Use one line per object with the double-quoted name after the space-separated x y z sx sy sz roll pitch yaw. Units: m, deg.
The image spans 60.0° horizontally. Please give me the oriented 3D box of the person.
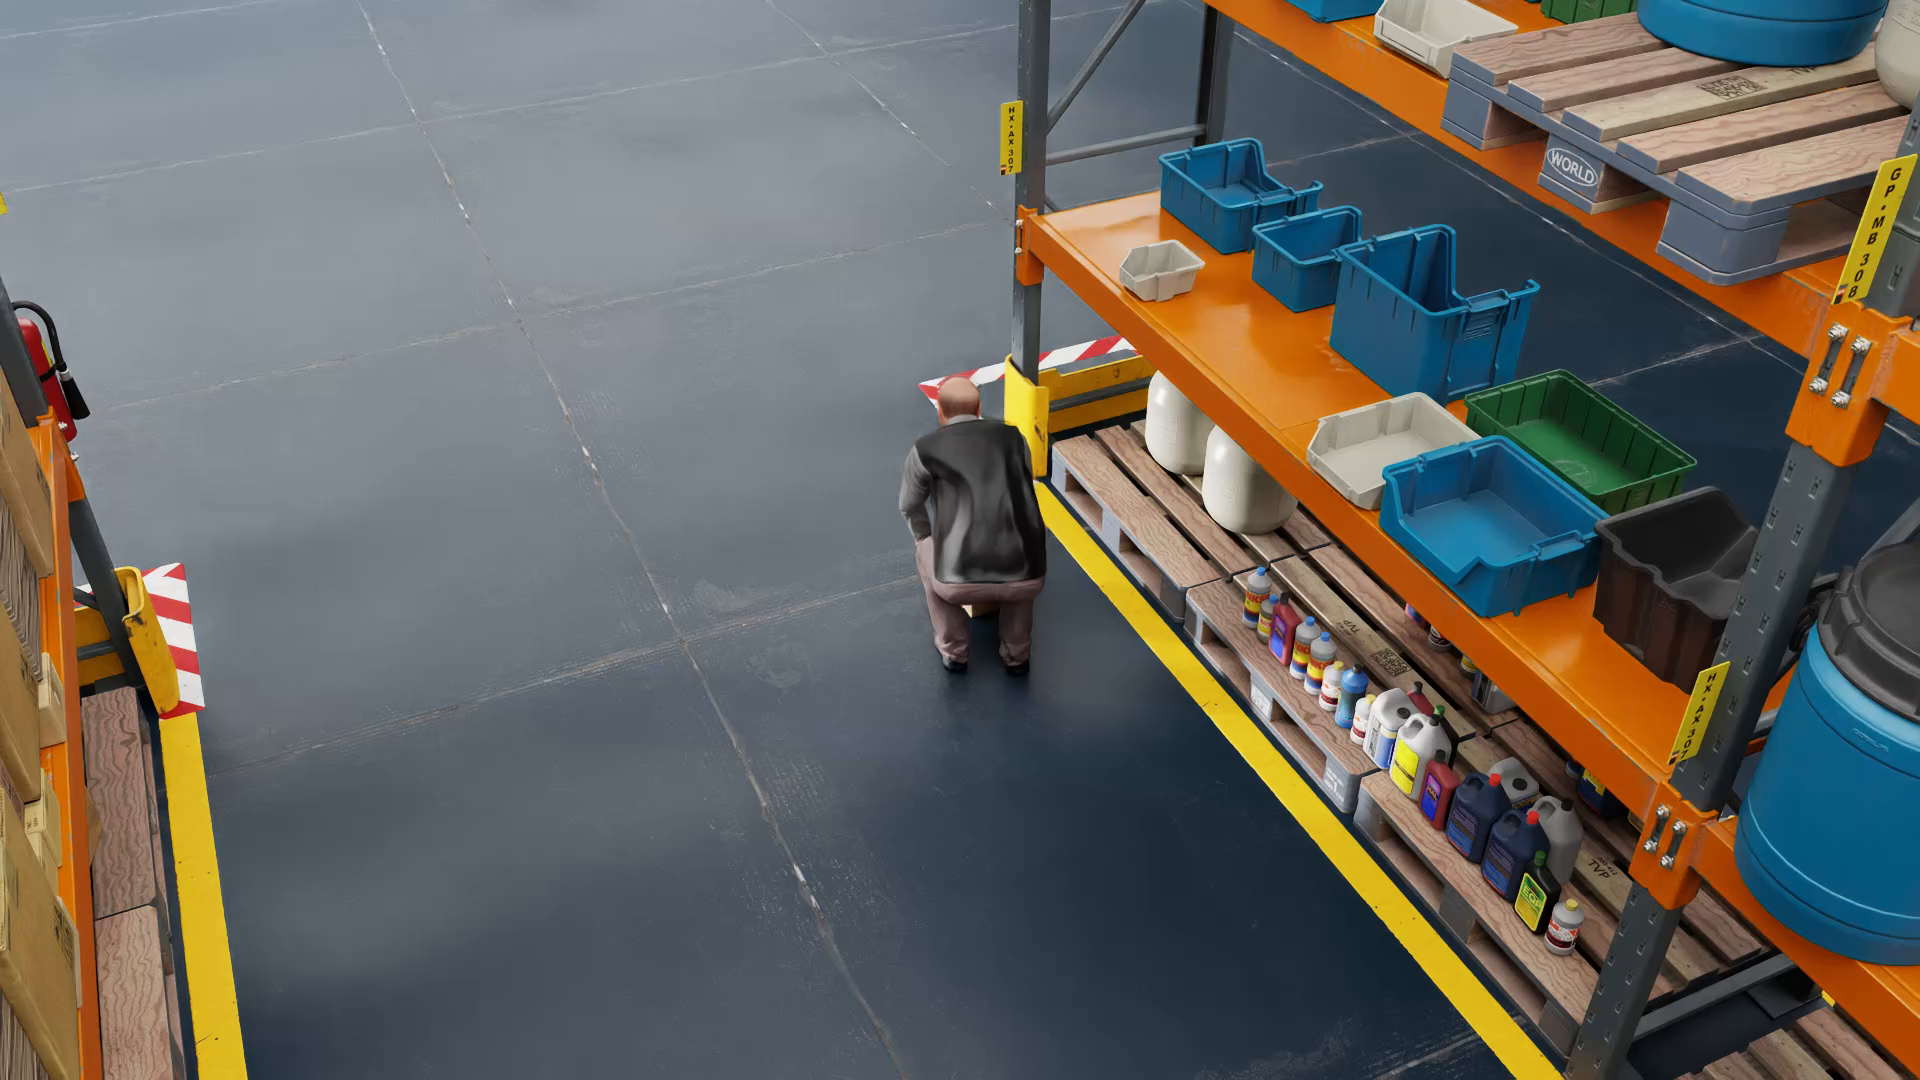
0.051 -0.004 6.686 0.563 1.111 0.830 -4 37 -5 "person"
